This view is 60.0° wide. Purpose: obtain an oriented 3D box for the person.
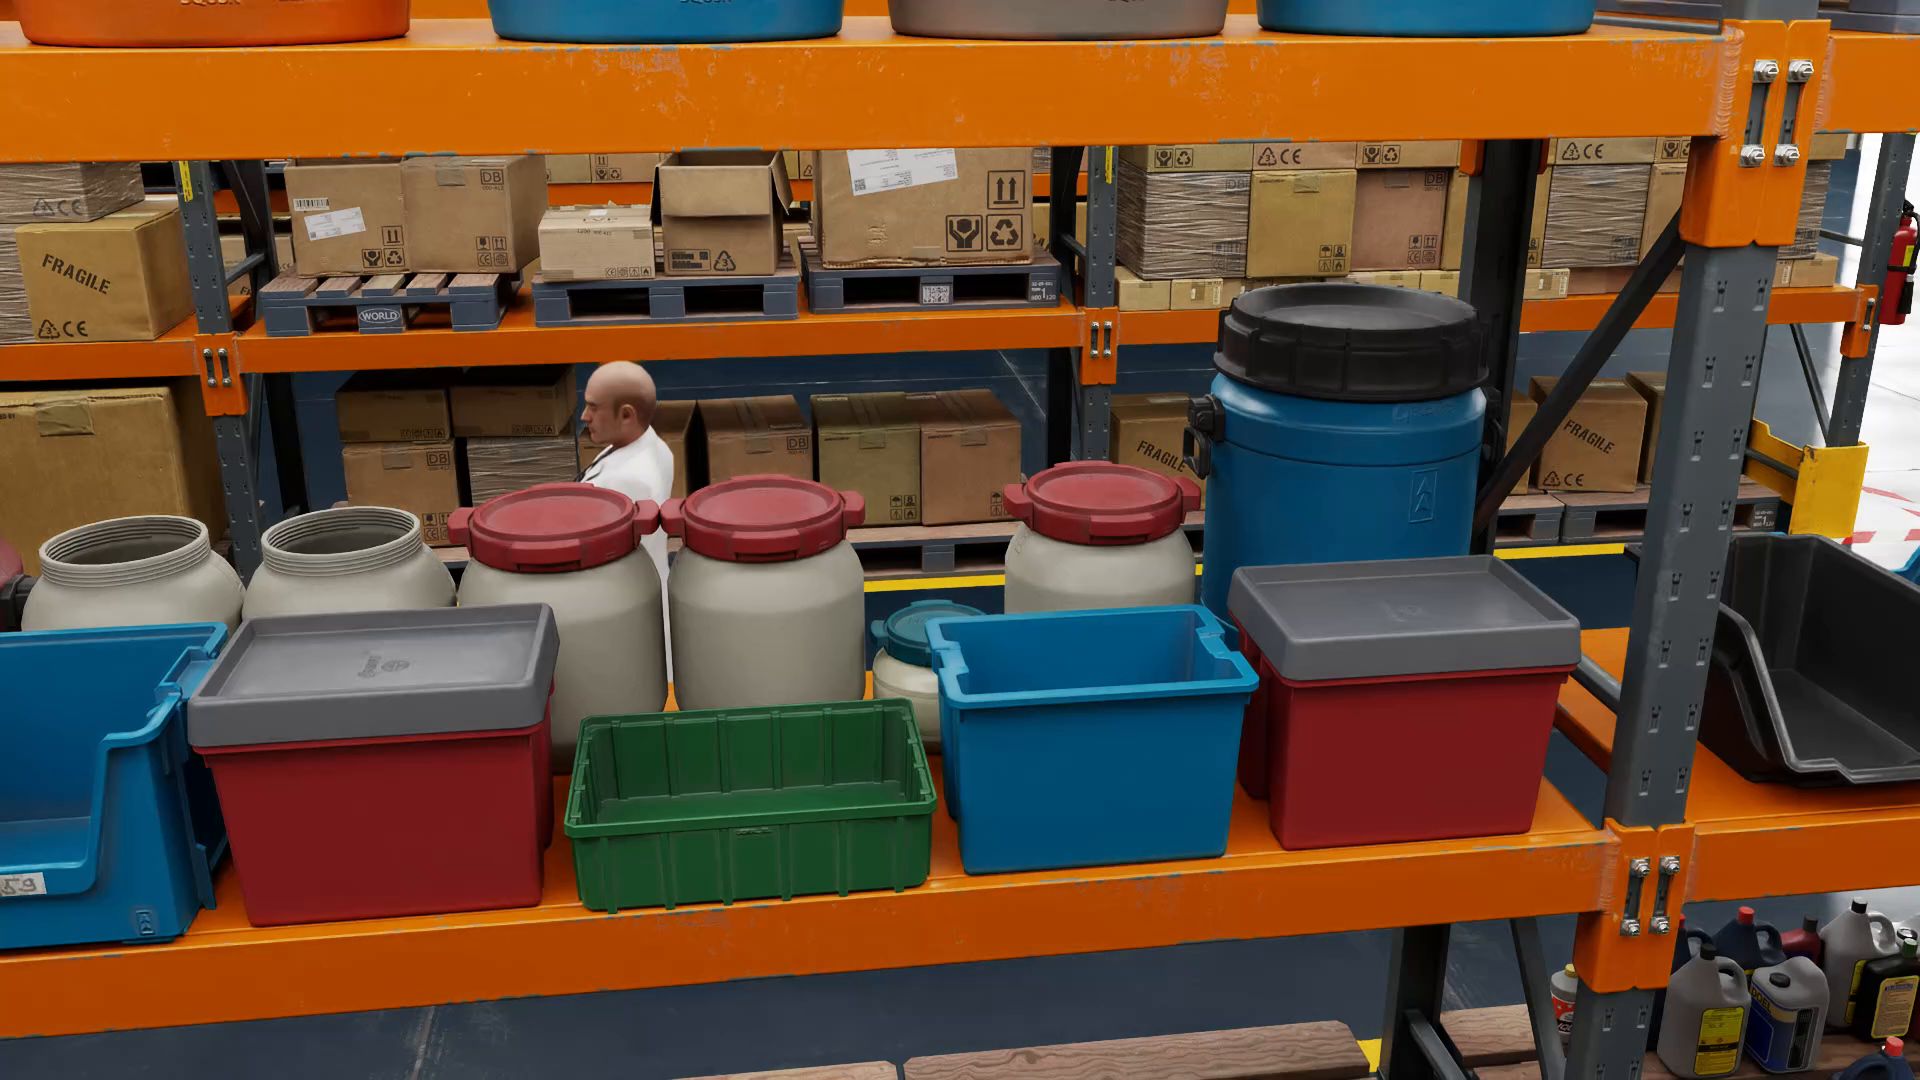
[{"bbox_3d":[-1.053,0.308,5.240,0.386,1.776,0.564,-2,20,-6],"label":"person"}]
